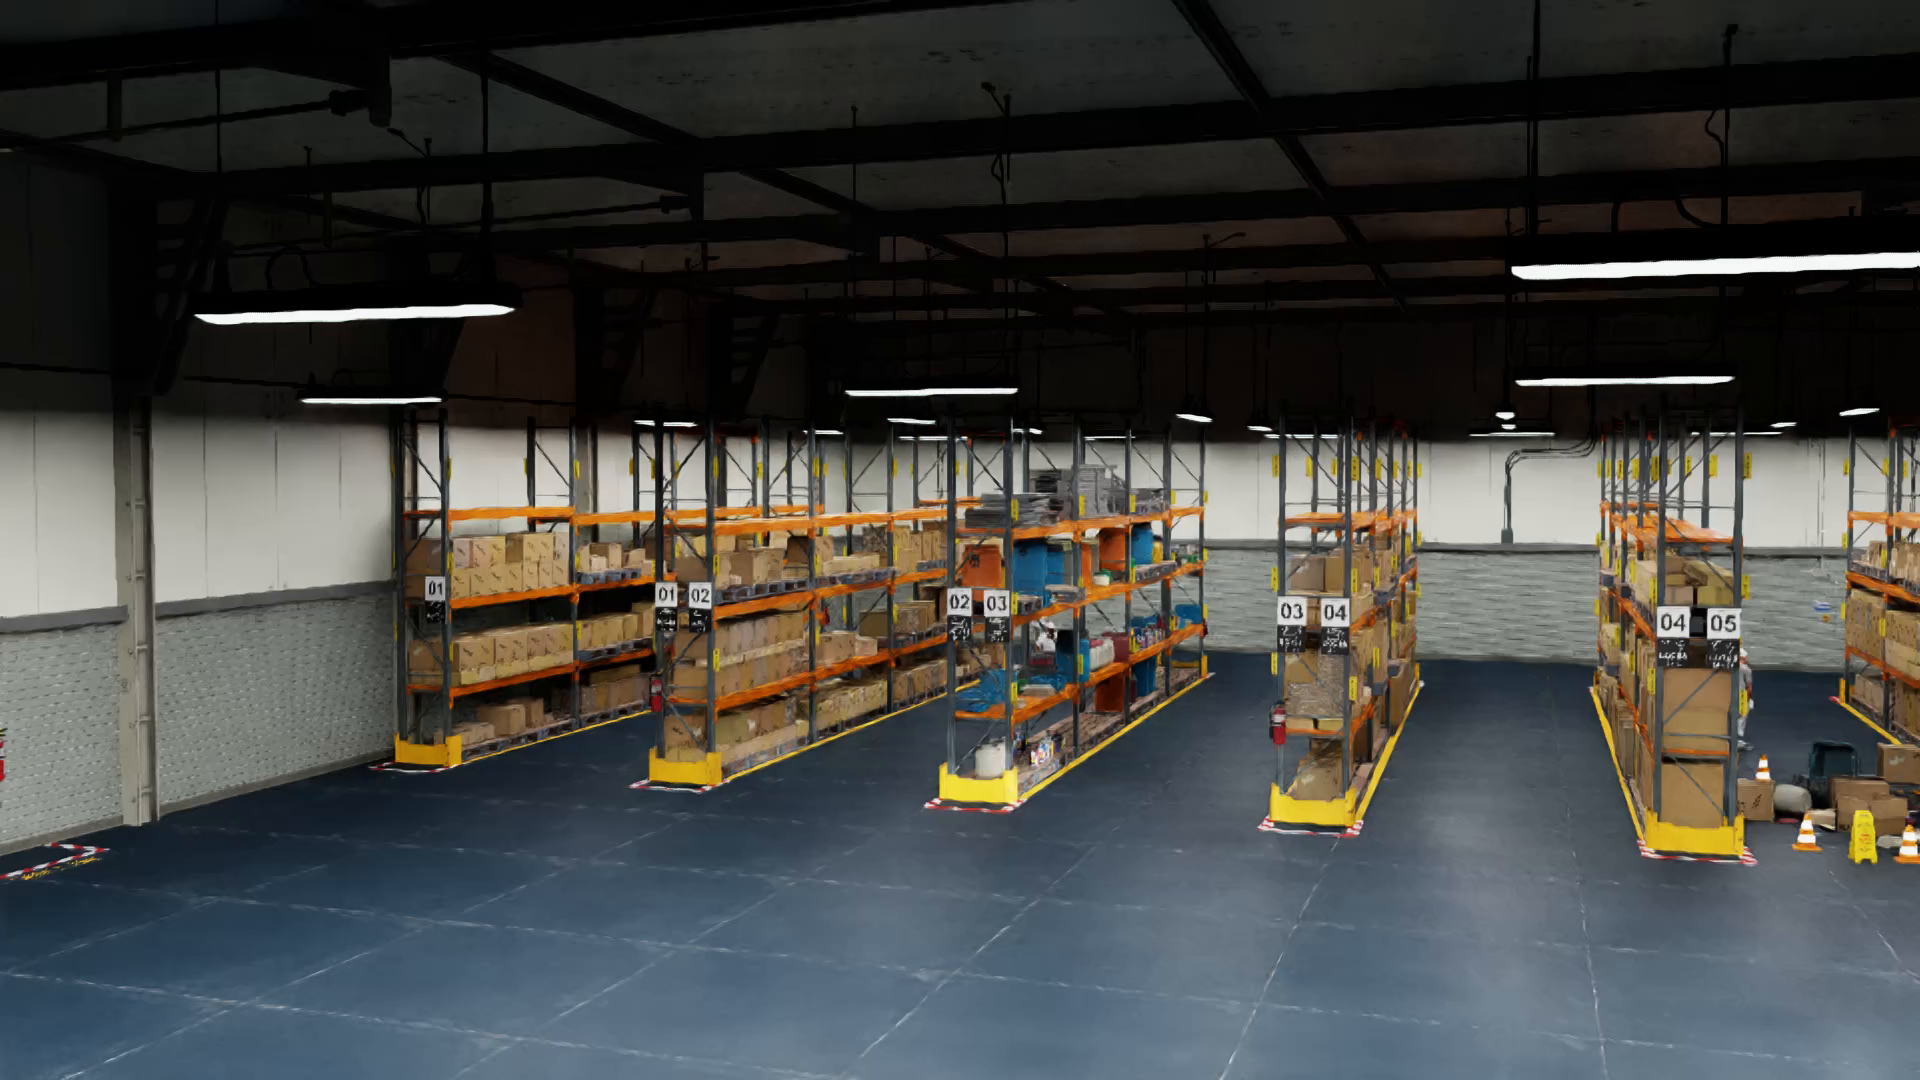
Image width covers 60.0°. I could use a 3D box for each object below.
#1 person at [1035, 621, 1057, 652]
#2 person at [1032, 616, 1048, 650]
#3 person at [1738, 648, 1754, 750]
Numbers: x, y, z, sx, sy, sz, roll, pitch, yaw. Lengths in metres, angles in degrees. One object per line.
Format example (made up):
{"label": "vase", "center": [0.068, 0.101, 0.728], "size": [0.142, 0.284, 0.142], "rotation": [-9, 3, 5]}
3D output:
{"label": "person", "center": [1.968, 2.607, 36.066], "size": [0.719, 1.714, 0.577], "rotation": [1, 3, 17]}
{"label": "person", "center": [2.160, 2.240, 43.963], "size": [0.564, 1.764, 0.587], "rotation": [-2, 3, -35]}
{"label": "person", "center": [13.950, 2.818, 29.653], "size": [0.450, 1.789, 0.605], "rotation": [-1, 3, -12]}
